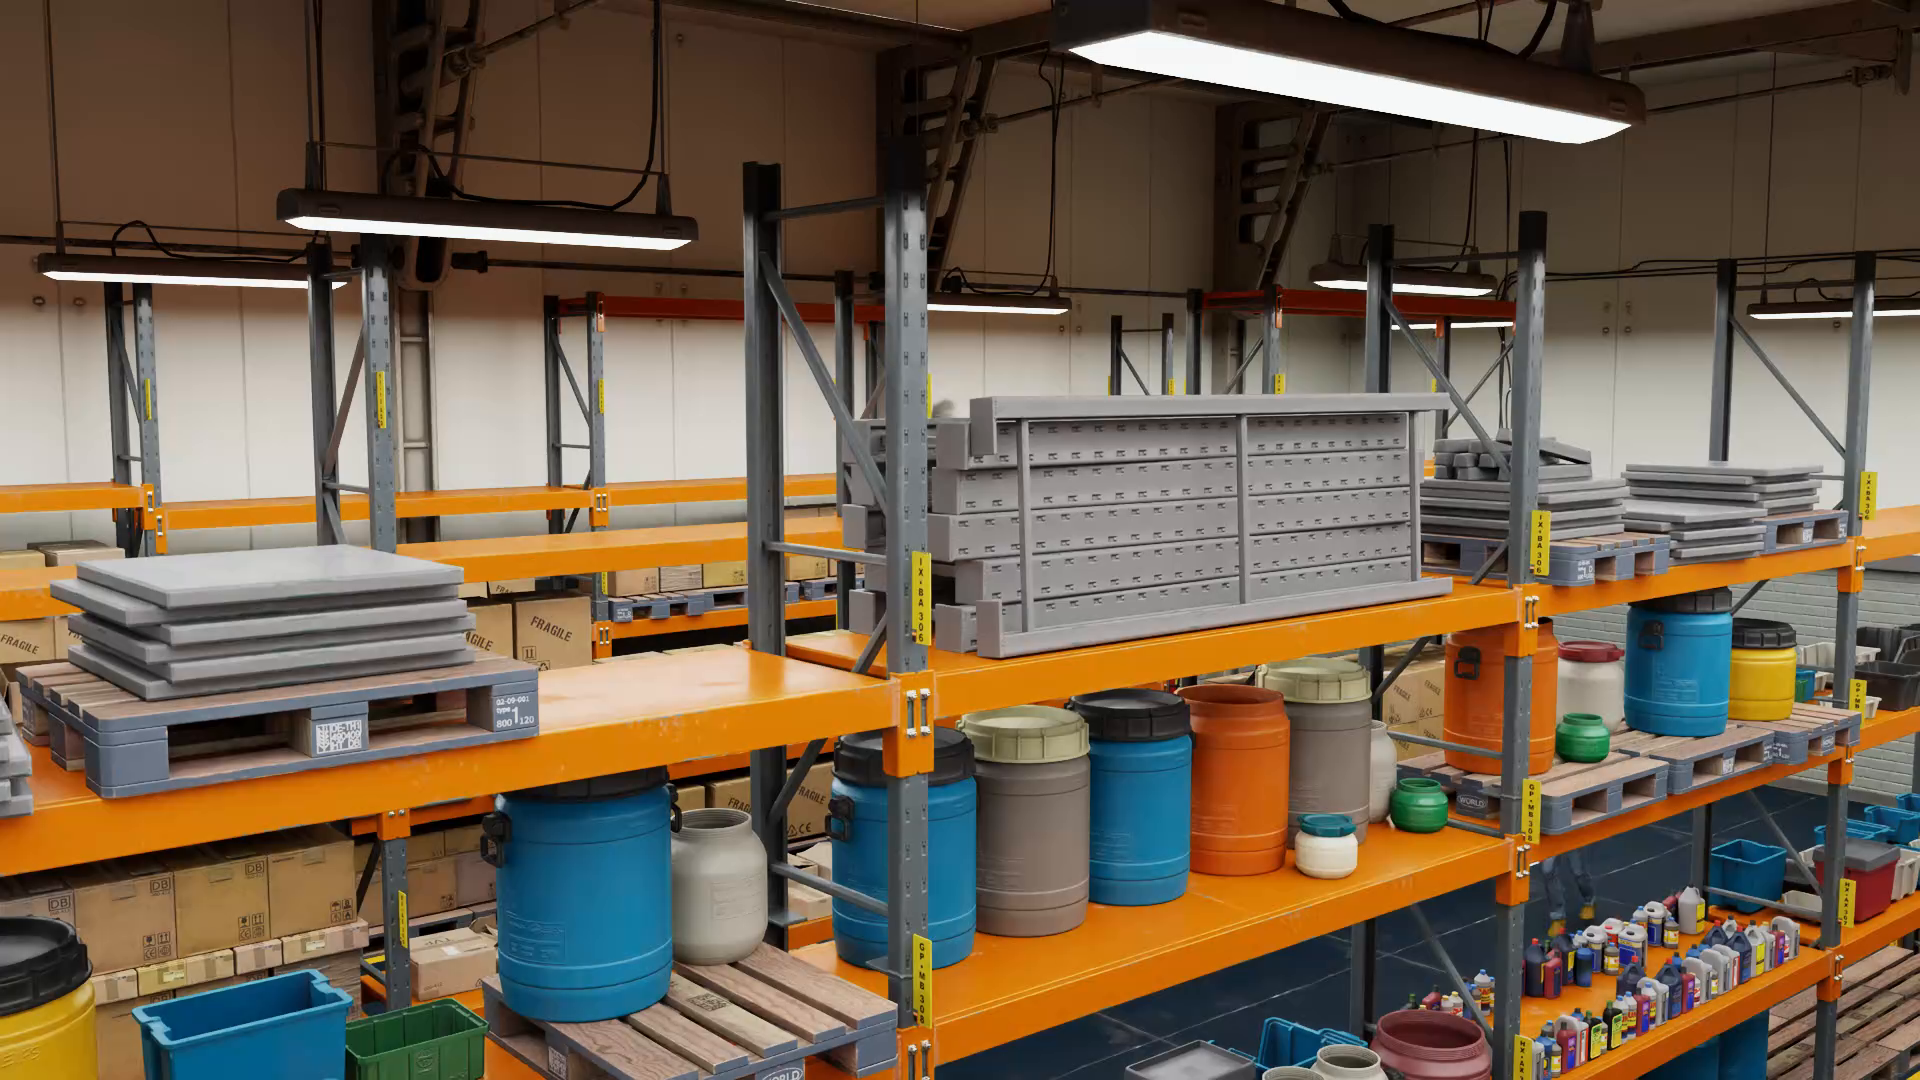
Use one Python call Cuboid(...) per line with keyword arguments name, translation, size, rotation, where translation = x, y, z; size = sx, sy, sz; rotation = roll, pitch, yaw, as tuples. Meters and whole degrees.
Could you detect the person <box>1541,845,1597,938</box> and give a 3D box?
Cuboid(name="person", translation=(5.695, 2.785, 15.696), size=(0.697, 1.822, 0.788), rotation=(4, 7, 38))
